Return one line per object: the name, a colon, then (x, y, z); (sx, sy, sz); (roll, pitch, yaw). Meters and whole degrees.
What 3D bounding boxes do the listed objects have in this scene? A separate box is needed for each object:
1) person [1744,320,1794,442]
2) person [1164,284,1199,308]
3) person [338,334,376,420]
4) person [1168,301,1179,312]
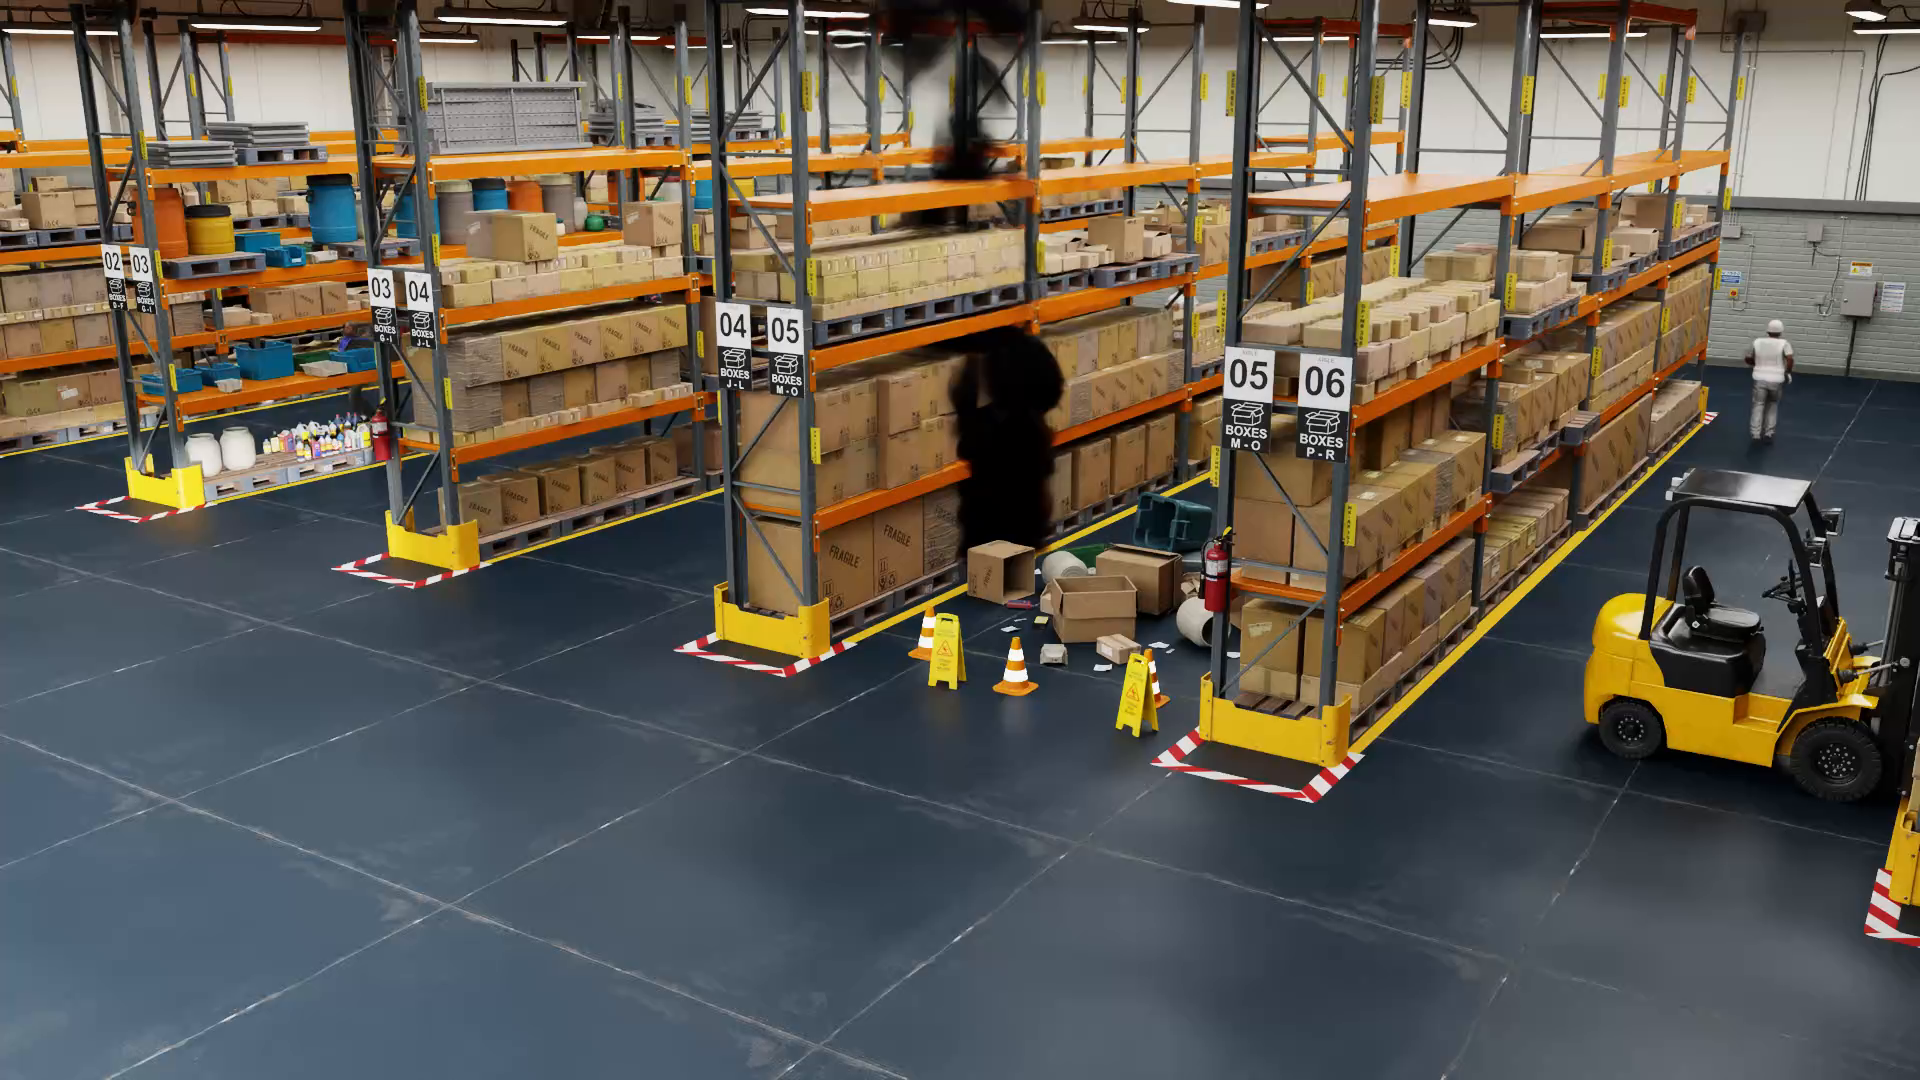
person: (11.655, -2.256, 24.047); (0.661, 1.846, 0.838); (9, 18, 29)
person: (4.052, -3.906, 30.087); (0.621, 1.648, 0.906); (-1, 16, -5)
person: (-9.017, -2.273, 24.881); (0.530, 1.397, 0.743); (8, 17, 25)
person: (3.294, -2.850, 26.063); (0.690, 1.803, 1.006); (9, 18, 29)
